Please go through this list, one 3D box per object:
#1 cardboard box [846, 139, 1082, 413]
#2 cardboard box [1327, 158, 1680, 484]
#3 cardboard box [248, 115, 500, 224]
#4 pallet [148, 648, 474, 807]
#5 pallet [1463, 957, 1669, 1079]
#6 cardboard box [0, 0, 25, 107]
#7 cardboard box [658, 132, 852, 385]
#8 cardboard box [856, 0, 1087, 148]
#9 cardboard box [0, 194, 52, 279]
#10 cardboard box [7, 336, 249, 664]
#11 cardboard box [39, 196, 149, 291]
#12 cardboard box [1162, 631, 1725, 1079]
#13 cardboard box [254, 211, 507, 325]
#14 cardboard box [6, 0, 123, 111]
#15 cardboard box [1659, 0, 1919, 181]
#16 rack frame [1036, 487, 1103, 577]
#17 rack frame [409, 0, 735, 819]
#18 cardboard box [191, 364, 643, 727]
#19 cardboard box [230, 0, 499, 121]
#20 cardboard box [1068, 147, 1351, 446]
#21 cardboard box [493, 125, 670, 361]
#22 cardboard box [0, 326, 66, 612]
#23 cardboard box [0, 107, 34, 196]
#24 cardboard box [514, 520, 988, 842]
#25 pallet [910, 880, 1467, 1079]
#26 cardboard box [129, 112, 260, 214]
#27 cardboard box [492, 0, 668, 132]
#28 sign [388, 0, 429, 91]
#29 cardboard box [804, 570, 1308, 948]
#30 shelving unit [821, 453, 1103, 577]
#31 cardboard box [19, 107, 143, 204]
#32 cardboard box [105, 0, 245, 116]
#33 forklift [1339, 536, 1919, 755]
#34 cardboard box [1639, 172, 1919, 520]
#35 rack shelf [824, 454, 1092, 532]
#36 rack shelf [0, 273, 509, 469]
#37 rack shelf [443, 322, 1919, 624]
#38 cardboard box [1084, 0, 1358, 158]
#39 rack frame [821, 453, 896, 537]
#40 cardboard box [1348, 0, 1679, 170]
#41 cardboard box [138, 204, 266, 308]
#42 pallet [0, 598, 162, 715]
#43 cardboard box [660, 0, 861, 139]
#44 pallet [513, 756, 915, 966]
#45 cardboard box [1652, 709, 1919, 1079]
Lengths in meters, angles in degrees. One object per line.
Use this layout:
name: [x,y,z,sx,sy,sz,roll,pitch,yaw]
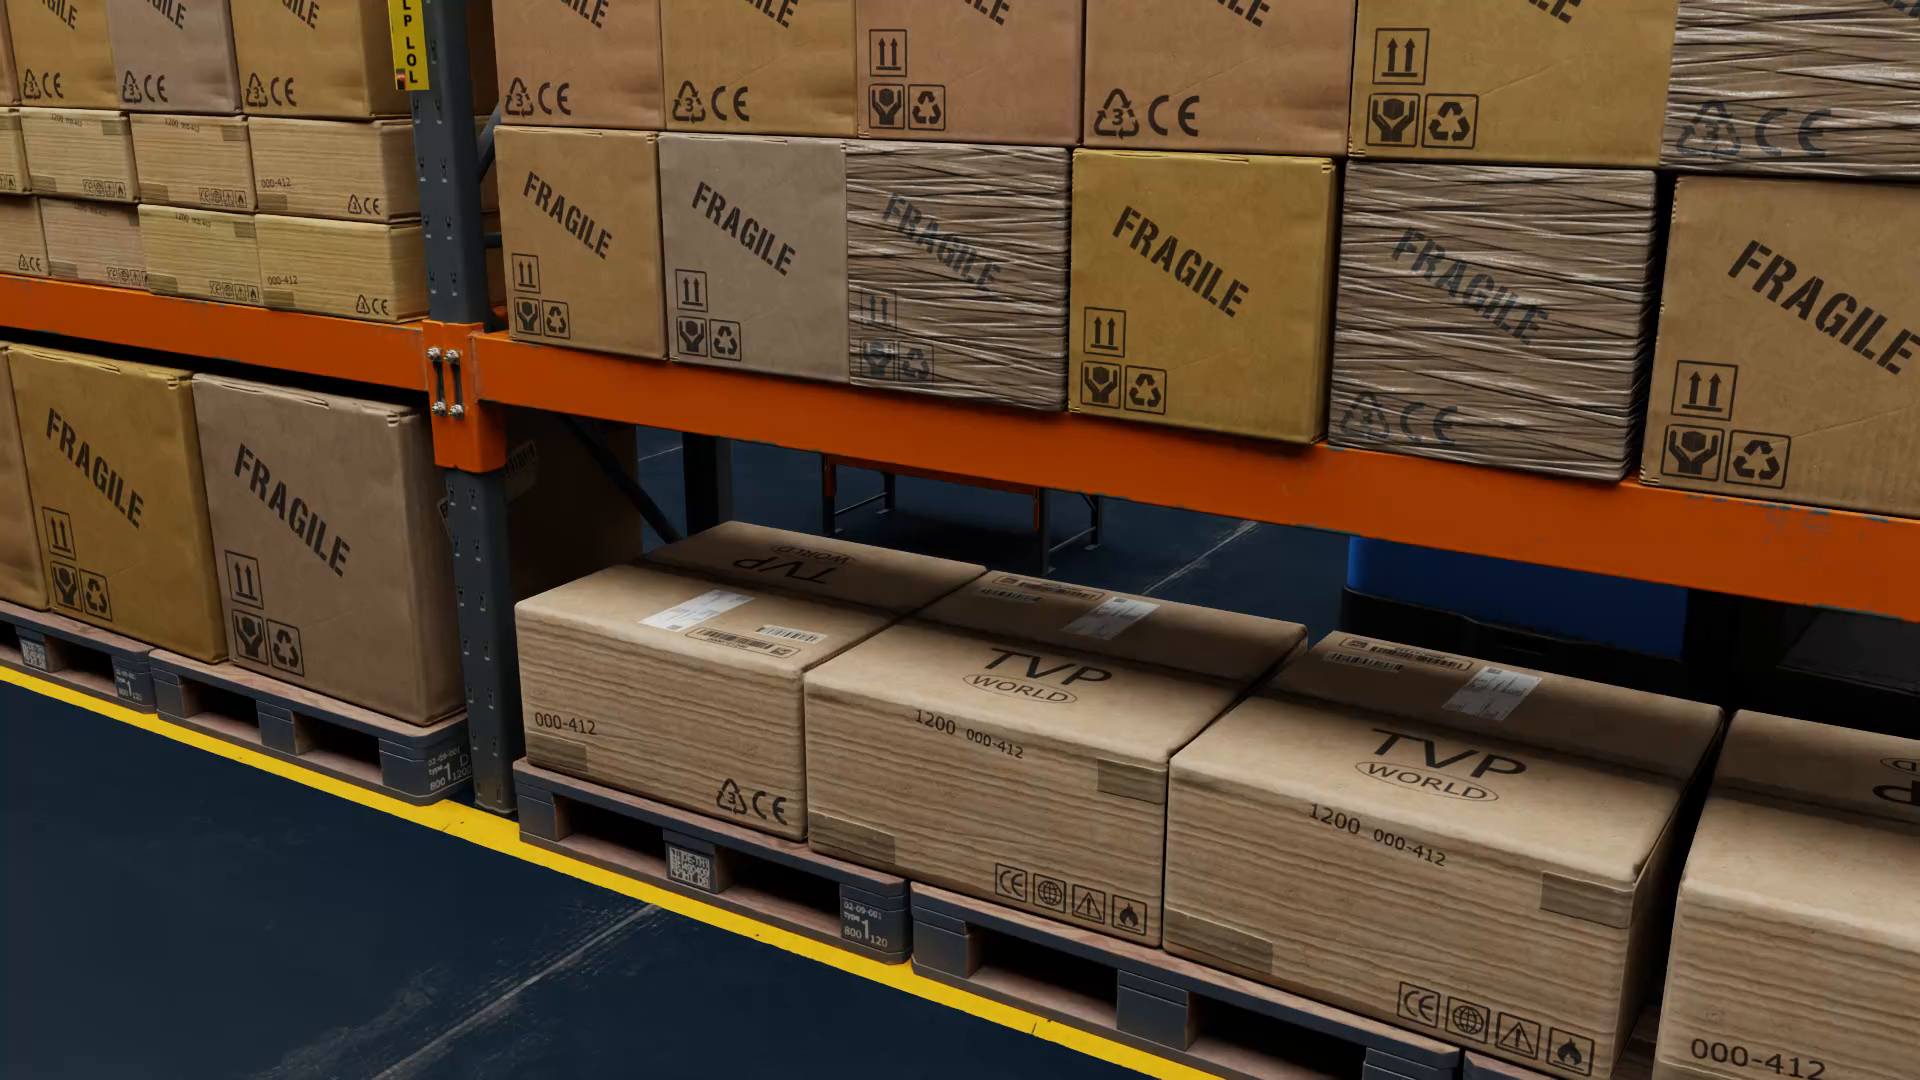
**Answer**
cardboard box: [0.112,-0.582,3.465,0.500,0.500,0.500,10,20,30]
cardboard box: [0.998,-0.429,2.959,0.500,0.500,0.500,11,20,32]
cardboard box: [-1.501,-1.000,4.410,0.500,0.250,0.500,10,20,30]
pallet: [-1.695,0.410,5.168,1.213,0.211,1.003,10,20,30]
pallet: [1.688,1.015,3.177,1.213,0.211,1.003,10,20,30]
cardboard box: [-2.826,-1.591,5.067,0.500,0.500,0.500,10,20,31]
cardboard box: [-0.309,-0.660,3.720,0.500,0.500,0.500,10,20,30]
cardboard box: [0.139,-1.060,3.318,0.500,0.500,0.500,11,20,31]
cardboard box: [-2.808,-0.996,5.258,0.500,0.250,0.500,10,20,30]
cardboard box: [-2.342,-0.220,5.377,0.875,0.875,0.875,11,20,32]
cardboard box: [-2.366,-0.919,5.003,0.500,0.250,0.500,10,19,29]
cardboard box: [1.011,0.595,3.447,0.875,0.438,0.875,11,20,32]
cardboard box: [-1.512,-0.760,4.479,0.500,0.250,0.500,10,19,29]
cardboard box: [-2.377,-1.516,4.820,0.500,0.500,0.500,11,20,32]
cardboard box: [1.414,-0.830,2.560,0.500,0.500,0.500,10,20,30]
rack frame: [0.439,-0.460,6.460,0.032,1.125,0.500,10,20,30]
rack frame: [-0.998,-0.826,4.438,0.127,3.000,1.000,10,20,30]
cardboard box: [-1.568,-0.084,4.931,0.875,0.875,0.875,11,20,32]
cardboard box: [-1.510,-1.358,4.297,0.500,0.500,0.500,11,20,32]
cardboard box: [0.551,-0.504,3.207,0.500,0.500,0.500,11,20,32]
cardboard box: [-0.735,-0.737,3.975,0.500,0.500,0.500,11,20,32]
cardboard box: [-3.104,-0.356,5.825,0.875,0.875,0.875,10,20,31]
cardboard box: [-2.821,-1.225,5.151,0.500,0.250,0.500,11,20,31]
cardboard box: [-0.519,0.322,4.347,0.875,0.438,0.875,10,19,29]
pallet: [0.653,0.829,3.789,1.213,0.211,1.003,10,20,30]
cardboard box: [-1.931,-1.074,4.654,0.500,0.250,0.500,11,20,31]
cardboard box: [-0.719,-1.219,3.842,0.500,0.500,0.500,10,20,30]
sign: [-1.274,-1.206,3.834,0.005,0.325,0.100,10,20,30]
cardboard box: [0.244,0.458,3.900,0.875,0.438,0.875,9,19,28]
shelving unit: [0.006,-0.537,6.714,1.048,1.125,0.538,10,20,30]
cardboard box: [-2.375,-1.151,4.908,0.500,0.250,0.500,11,20,31]
cardboard box: [-1.955,-1.434,4.550,0.500,0.500,0.500,11,20,31]
forklift: [2.704,-0.805,4.488,3.031,2.935,1.130,13,21,36]
cardboard box: [1.441,-0.353,2.710,0.500,0.500,0.500,10,19,29]
rack shelf: [0.006,-0.303,6.785,1.000,0.278,0.538,10,20,30]
rack shelf: [-2.702,-0.786,5.544,4.000,0.370,1.077,10,20,30]
rack shelf: [0.706,-0.177,3.541,4.000,0.370,1.077,10,20,30]
cardboard box: [0.567,-0.983,3.064,0.500,0.500,0.500,10,20,30]
rack frame: [-0.427,-0.615,6.969,0.032,1.125,0.500,10,20,30]
cardboard box: [0.995,-0.906,2.810,0.500,0.500,0.500,10,20,30]
cardboard box: [-1.946,-0.837,4.735,0.500,0.250,0.500,10,19,29]
pallet: [-2.739,0.225,5.778,1.213,0.211,1.003,10,20,30]
cardboard box: [-0.292,-1.141,3.584,0.500,0.500,0.500,10,19,29]
pallet: [-0.391,0.644,4.399,1.213,0.211,1.003,10,20,30]
cardboard box: [1.796,0.732,2.995,0.875,0.438,0.875,9,19,28]
